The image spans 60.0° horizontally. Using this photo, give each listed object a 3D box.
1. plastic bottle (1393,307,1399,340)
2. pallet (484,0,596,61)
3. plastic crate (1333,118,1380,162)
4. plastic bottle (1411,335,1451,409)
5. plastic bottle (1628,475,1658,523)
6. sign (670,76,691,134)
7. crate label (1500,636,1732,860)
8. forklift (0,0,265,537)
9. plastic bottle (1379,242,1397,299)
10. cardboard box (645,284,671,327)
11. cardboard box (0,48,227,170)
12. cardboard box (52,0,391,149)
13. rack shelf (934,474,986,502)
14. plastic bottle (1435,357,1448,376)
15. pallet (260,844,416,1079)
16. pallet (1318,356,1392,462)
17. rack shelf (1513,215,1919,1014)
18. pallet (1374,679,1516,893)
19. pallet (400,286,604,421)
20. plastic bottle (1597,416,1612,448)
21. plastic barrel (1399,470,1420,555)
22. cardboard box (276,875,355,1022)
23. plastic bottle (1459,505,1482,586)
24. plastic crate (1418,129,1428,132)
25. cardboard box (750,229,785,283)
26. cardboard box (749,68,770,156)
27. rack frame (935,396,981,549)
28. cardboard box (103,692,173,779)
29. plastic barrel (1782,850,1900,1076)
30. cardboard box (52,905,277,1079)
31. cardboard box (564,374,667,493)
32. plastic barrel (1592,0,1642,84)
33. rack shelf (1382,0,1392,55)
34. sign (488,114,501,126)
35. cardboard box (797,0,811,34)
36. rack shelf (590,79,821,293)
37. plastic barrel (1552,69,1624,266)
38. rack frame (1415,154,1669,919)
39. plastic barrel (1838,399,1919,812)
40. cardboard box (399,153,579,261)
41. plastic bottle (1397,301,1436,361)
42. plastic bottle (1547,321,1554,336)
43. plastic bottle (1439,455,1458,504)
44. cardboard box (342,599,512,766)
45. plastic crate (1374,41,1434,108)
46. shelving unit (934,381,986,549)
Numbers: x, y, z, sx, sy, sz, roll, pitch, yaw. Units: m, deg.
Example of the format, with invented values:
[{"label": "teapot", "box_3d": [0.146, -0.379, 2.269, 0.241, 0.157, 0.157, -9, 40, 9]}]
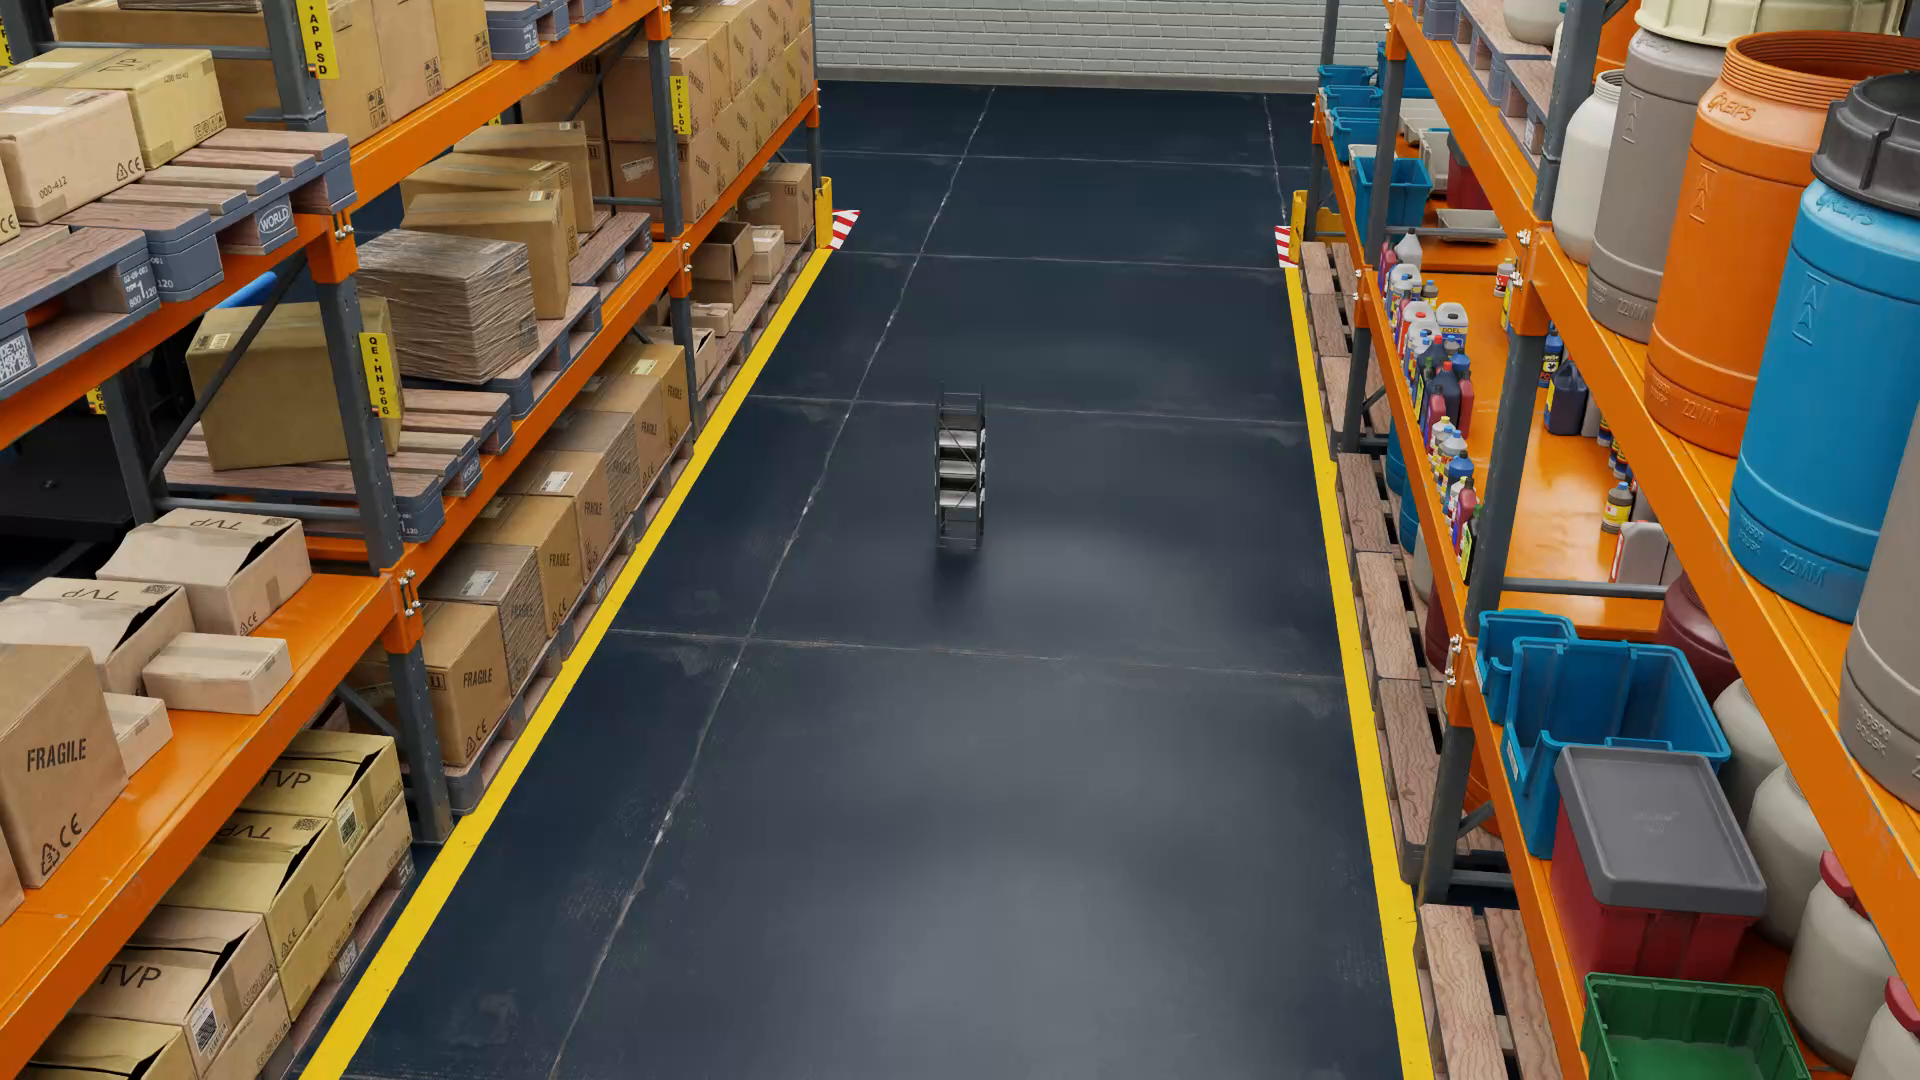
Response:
[{"label": "plastic bottle", "box_3d": [2.232, -1.101, 8.340, 0.097, 0.201, 0.097, 0, 28, 0]}, {"label": "pallet", "box_3d": [-2.413, -2.437, 7.646, 1.213, 0.211, 1.003, 3, 28, 6]}, {"label": "plastic crate", "box_3d": [2.712, -2.678, 11.172, 0.416, 0.233, 0.300, 3, 28, 6]}, {"label": "plastic bottle", "box_3d": [2.153, -0.772, 7.572, 0.144, 0.351, 0.185, 3, 28, 6]}, {"label": "plastic bottle", "box_3d": [2.717, -0.166, 6.526, 0.152, 0.276, 0.135, 3, 28, 6]}, {"label": "sign", "box_3d": [-1.588, -2.470, 9.451, 0.100, 0.325, 0.005, 3, 28, 6]}, {"label": "crate label", "box_3d": [1.896, 0.618, 4.902, 0.502, 0.435, 0.616, 3, 28, 6]}, {"label": "forklift", "box_3d": [-6.029, -0.932, 7.889, 3.258, 2.935, 5.019, 4, 29, 7]}, {"label": "plastic bottle", "box_3d": [2.292, -1.439, 8.881, 0.061, 0.283, 0.133, 3, 28, 6]}, {"label": "cardboard box", "box_3d": [-2.259, -1.638, 11.499, 0.500, 0.311, 0.500, 3, 28, 6]}, {"label": "cardboard box", "box_3d": [-2.629, -1.330, 5.109, 0.500, 0.250, 0.500, 1, 28, 2]}, {"label": "cardboard box", "box_3d": [-2.609, -1.679, 5.937, 0.910, 0.500, 0.500, 3, 28, 6]}, {"label": "rack shelf", "box_3d": [0.001, -0.291, 9.102, 0.258, 0.077, 0.200, 3, 28, 6]}, {"label": "plastic bottle", "box_3d": [2.152, -0.666, 7.447, 0.061, 0.283, 0.133, 3, 28, 6]}, {"label": "pallet", "box_3d": [-2.769, 1.505, 6.233, 1.003, 0.211, 1.213, 3, 28, 6]}, {"label": "pallet", "box_3d": [2.828, -0.822, 10.552, 1.003, 0.211, 1.213, 3, 28, 6]}, {"label": "rack shelf", "box_3d": [2.041, 0.120, 3.461, 1.077, 0.370, 4.000, 3, 28, 6]}, {"label": "pallet", "box_3d": [2.342, 1.036, 7.104, 1.003, 0.211, 1.213, 3, 28, 6]}, {"label": "pallet", "box_3d": [-2.395, -0.939, 8.032, 1.003, 0.211, 1.213, 3, 28, 6]}, {"label": "plastic bottle", "box_3d": [2.843, -0.543, 7.231, 0.097, 0.271, 0.097, 0, 28, 0]}, {"label": "plastic barrel", "box_3d": [2.606, -0.374, 8.550, 0.600, 0.901, 0.708, 3, 28, 6]}, {"label": "cardboard box", "box_3d": [-2.511, 1.423, 5.903, 0.500, 0.250, 0.500, 3, 28, 6]}, {"label": "plastic bottle", "box_3d": [1.913, 0.018, 6.177, 0.061, 0.283, 0.133, 3, 28, 6]}, {"label": "plastic crate", "box_3d": [3.269, -2.691, 11.297, 0.298, 0.136, 0.250, 3, 28, 6]}, {"label": "cardboard box", "box_3d": [-1.617, -2.141, 12.496, 0.500, 0.250, 0.500, 3, 28, 6]}, {"label": "cardboard box", "box_3d": [-1.622, -2.975, 11.503, 0.500, 0.500, 0.500, 3, 28, 5]}, {"label": "rack frame", "box_3d": [-0.011, -0.352, 8.955, 0.240, 0.900, 0.006, 3, 28, 6]}, {"label": "cardboard box", "box_3d": [-2.729, 0.607, 5.226, 0.380, 0.149, 0.250, 5, 29, 10]}, {"label": "plastic barrel", "box_3d": [2.274, 1.018, 4.054, 0.433, 0.535, 0.433, 0, 28, 0]}, {"label": "cardboard box", "box_3d": [-2.571, 1.414, 5.327, 0.500, 0.311, 0.500, 3, 28, 6]}, {"label": "cardboard box", "box_3d": [-1.984, -0.603, 9.377, 0.500, 0.500, 0.500, 3, 29, 6]}, {"label": "plastic barrel", "box_3d": [2.359, -1.780, 5.332, 0.600, 0.830, 0.708, 3, 28, 6]}, {"label": "rack shelf", "box_3d": [3.022, -3.646, 10.451, 1.077, 0.370, 4.000, 3, 28, 6]}, {"label": "sign", "box_3d": [-2.678, -2.399, 9.629, 0.100, 0.325, 0.005, 3, 28, 6]}, {"label": "cardboard box", "box_3d": [-1.430, -4.132, 12.598, 0.500, 0.500, 0.500, 3, 28, 6]}, {"label": "rack shelf", "box_3d": [-1.894, -2.615, 11.700, 1.077, 0.370, 4.000, 3, 28, 6]}, {"label": "plastic barrel", "box_3d": [1.944, -1.059, 4.773, 0.421, 0.512, 0.421, 0, 28, 0]}, {"label": "rack frame", "box_3d": [2.287, 0.182, 5.749, 1.000, 3.000, 0.127, 3, 28, 6]}, {"label": "plastic barrel", "box_3d": [1.723, -0.036, 2.463, 0.600, 0.901, 0.600, 0, 28, 0]}, {"label": "cardboard box", "box_3d": [-2.440, -1.682, 8.661, 0.700, 0.500, 0.500, 8, 29, 14]}, {"label": "plastic bottle", "box_3d": [2.228, -1.015, 8.102, 0.152, 0.276, 0.135, 3, 28, 6]}, {"label": "plastic bottle", "box_3d": [2.800, -0.966, 8.016, 0.097, 0.271, 0.097, 0, 28, 0]}, {"label": "plastic bottle", "box_3d": [2.009, -0.245, 6.752, 0.097, 0.201, 0.097, 0, 28, 0]}, {"label": "cardboard box", "box_3d": [-2.290, 0.602, 7.142, 0.500, 0.500, 0.500, 5, 29, 8]}, {"label": "plastic crate", "box_3d": [3.411, -3.457, 12.404, 0.616, 0.435, 0.499, 3, 28, 6]}, {"label": "shelving unit", "box_3d": [0.001, -0.400, 9.044, 0.258, 0.900, 0.210, 3, 28, 6]}]
